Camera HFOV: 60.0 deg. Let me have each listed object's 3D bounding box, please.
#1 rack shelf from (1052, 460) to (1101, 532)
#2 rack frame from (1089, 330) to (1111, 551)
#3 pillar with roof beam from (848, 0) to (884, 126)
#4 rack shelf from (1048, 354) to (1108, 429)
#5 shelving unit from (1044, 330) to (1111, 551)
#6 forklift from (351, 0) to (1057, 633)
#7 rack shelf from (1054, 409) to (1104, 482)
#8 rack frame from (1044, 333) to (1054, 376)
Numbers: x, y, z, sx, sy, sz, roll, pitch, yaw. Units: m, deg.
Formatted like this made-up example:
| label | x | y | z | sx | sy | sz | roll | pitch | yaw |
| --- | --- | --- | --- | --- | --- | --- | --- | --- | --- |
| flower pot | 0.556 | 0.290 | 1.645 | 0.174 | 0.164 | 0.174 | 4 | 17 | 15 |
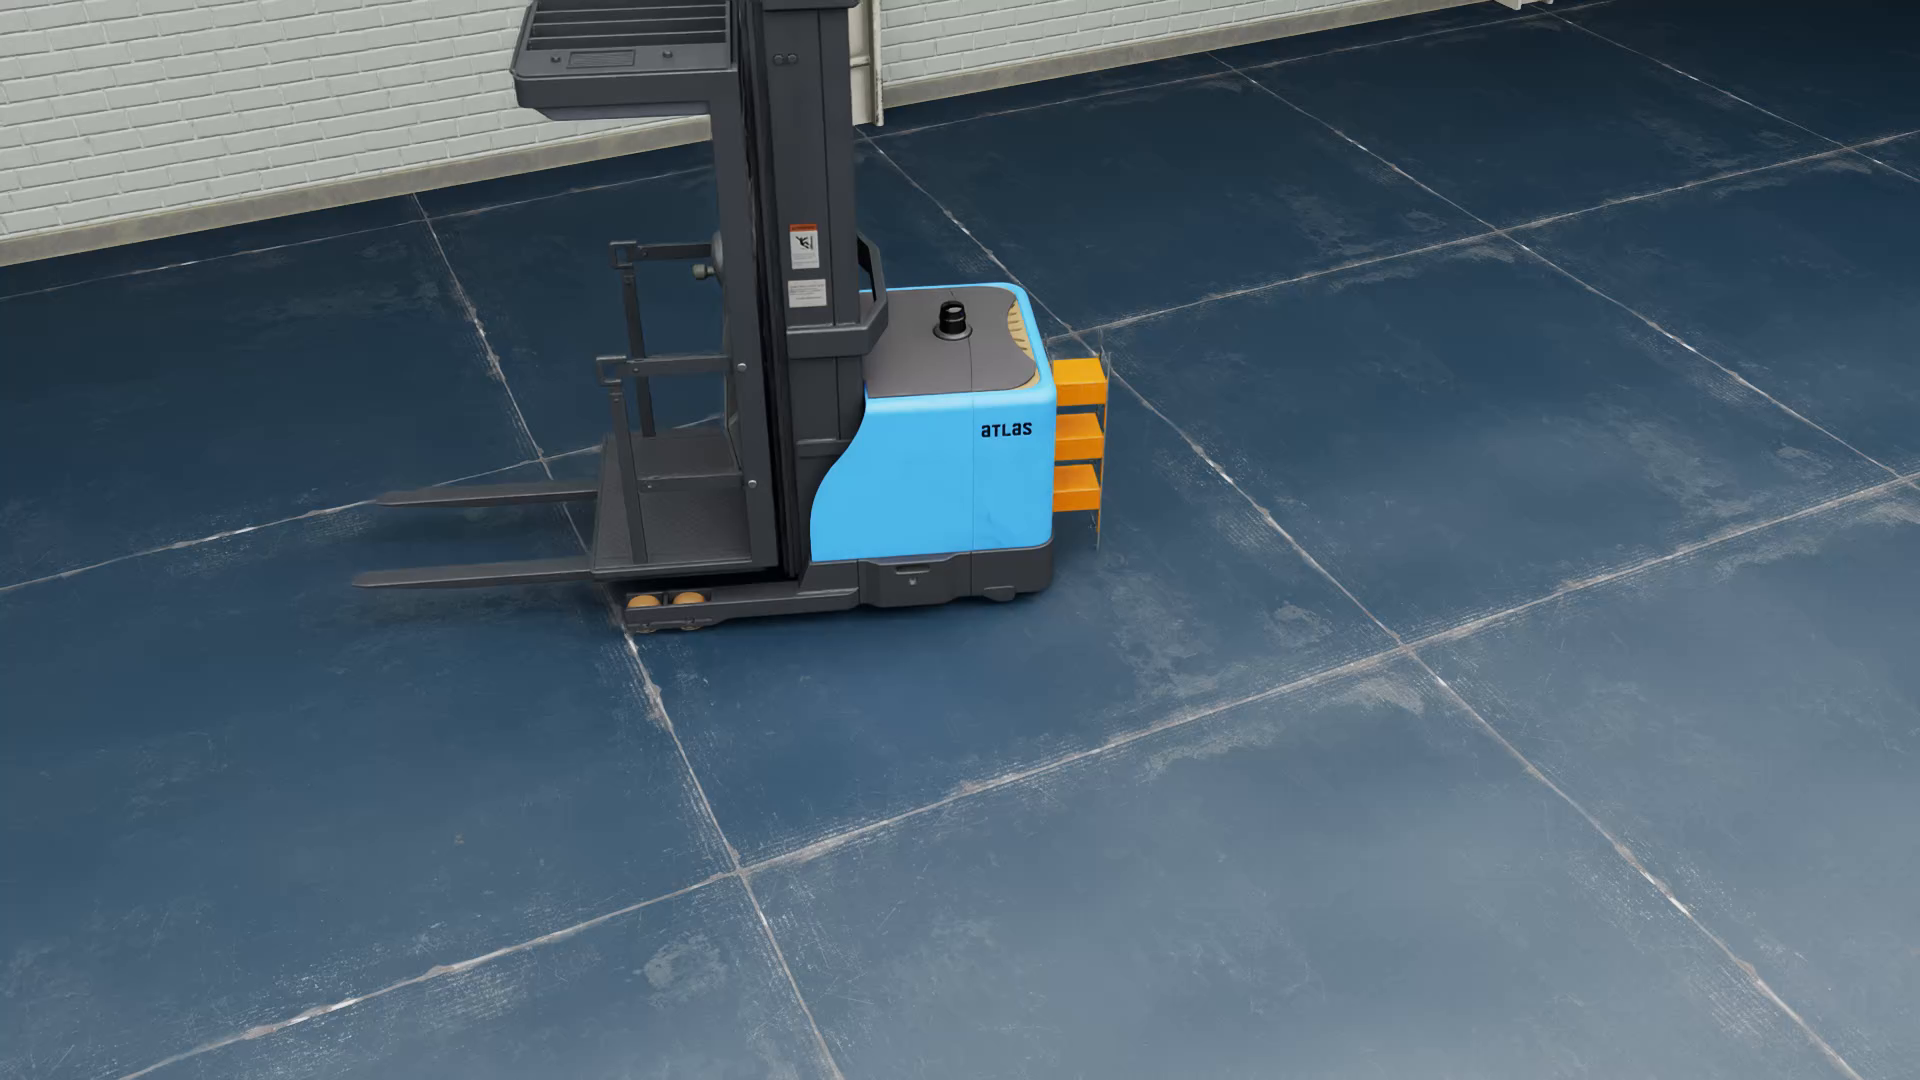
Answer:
| label | x | y | z | sx | sy | sz | roll | pitch | yaw |
| --- | --- | --- | --- | --- | --- | --- | --- | --- | --- |
| rack shelf | 0.503 | -0.192 | 7.612 | 0.240 | 0.259 | 0.215 | -4 | 37 | -5 |
| rack frame | 0.625 | -0.432 | 7.452 | 0.008 | 1.050 | 0.200 | -4 | 37 | -5 |
| pillar with roof beam | 1.053 | -4.241 | 5.914 | 0.400 | 9.000 | 9.100 | -16 | 39 | -20 |
| rack shelf | 0.503 | -0.643 | 7.278 | 0.240 | 0.259 | 0.215 | -4 | 37 | -5 |
| shelving unit | 0.503 | -0.424 | 7.440 | 0.252 | 1.050 | 0.215 | -4 | 37 | -5 |
| forklift | -1.141 | -1.106 | 6.781 | 3.031 | 2.935 | 1.130 | -4 | 37 | -5 |
| rack shelf | 0.503 | -0.416 | 7.447 | 0.240 | 0.259 | 0.215 | -4 | 37 | -5 |
| rack frame | 0.382 | -0.416 | 7.429 | 0.008 | 1.050 | 0.200 | -4 | 37 | -5 |
